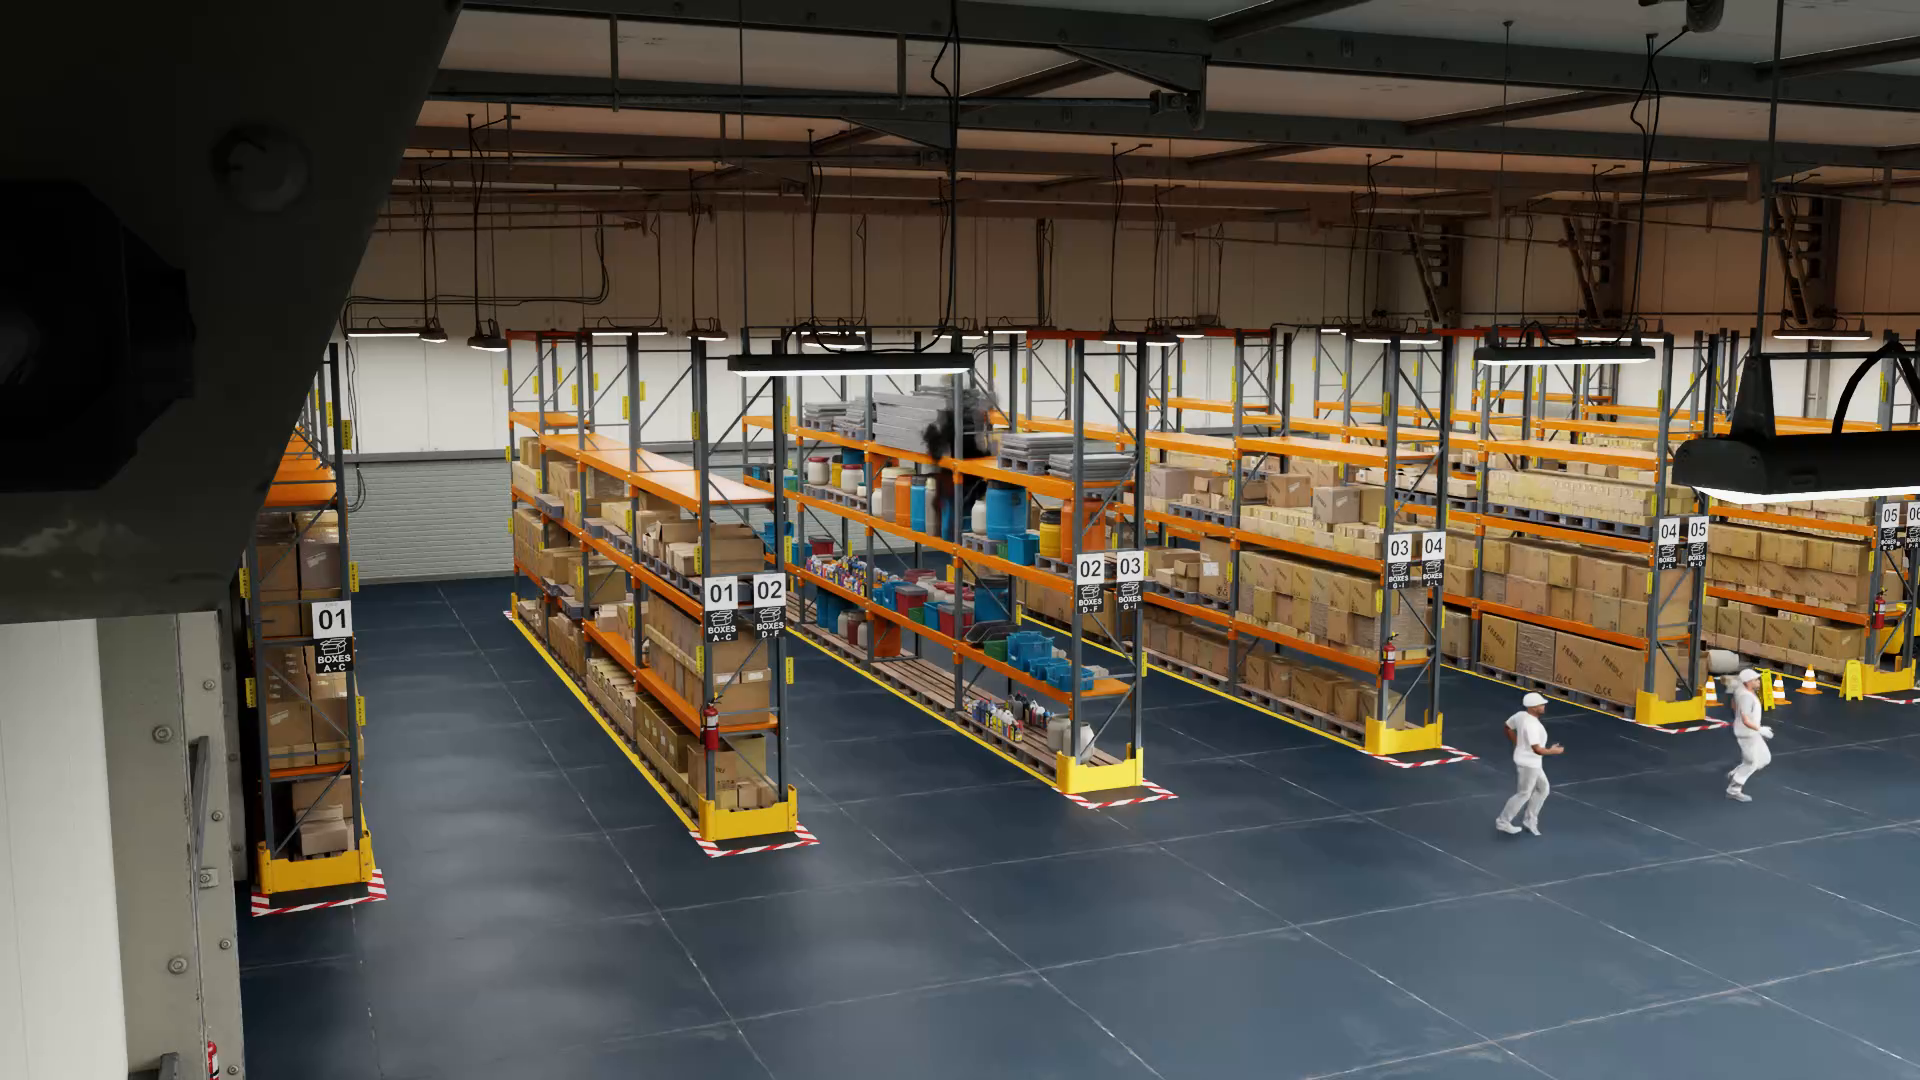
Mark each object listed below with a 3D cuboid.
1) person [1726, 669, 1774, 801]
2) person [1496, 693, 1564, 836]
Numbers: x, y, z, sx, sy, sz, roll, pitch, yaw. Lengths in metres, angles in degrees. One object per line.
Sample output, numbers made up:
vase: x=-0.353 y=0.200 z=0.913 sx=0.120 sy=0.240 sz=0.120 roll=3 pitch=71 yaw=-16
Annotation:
person: x=10.299 y=2.533 z=21.652 sx=0.519 sy=1.742 sz=0.669 roll=3 pitch=8 yaw=23
person: x=6.901 y=2.747 z=20.150 sx=0.744 sy=1.837 sz=0.726 roll=1 pitch=8 yaw=11
